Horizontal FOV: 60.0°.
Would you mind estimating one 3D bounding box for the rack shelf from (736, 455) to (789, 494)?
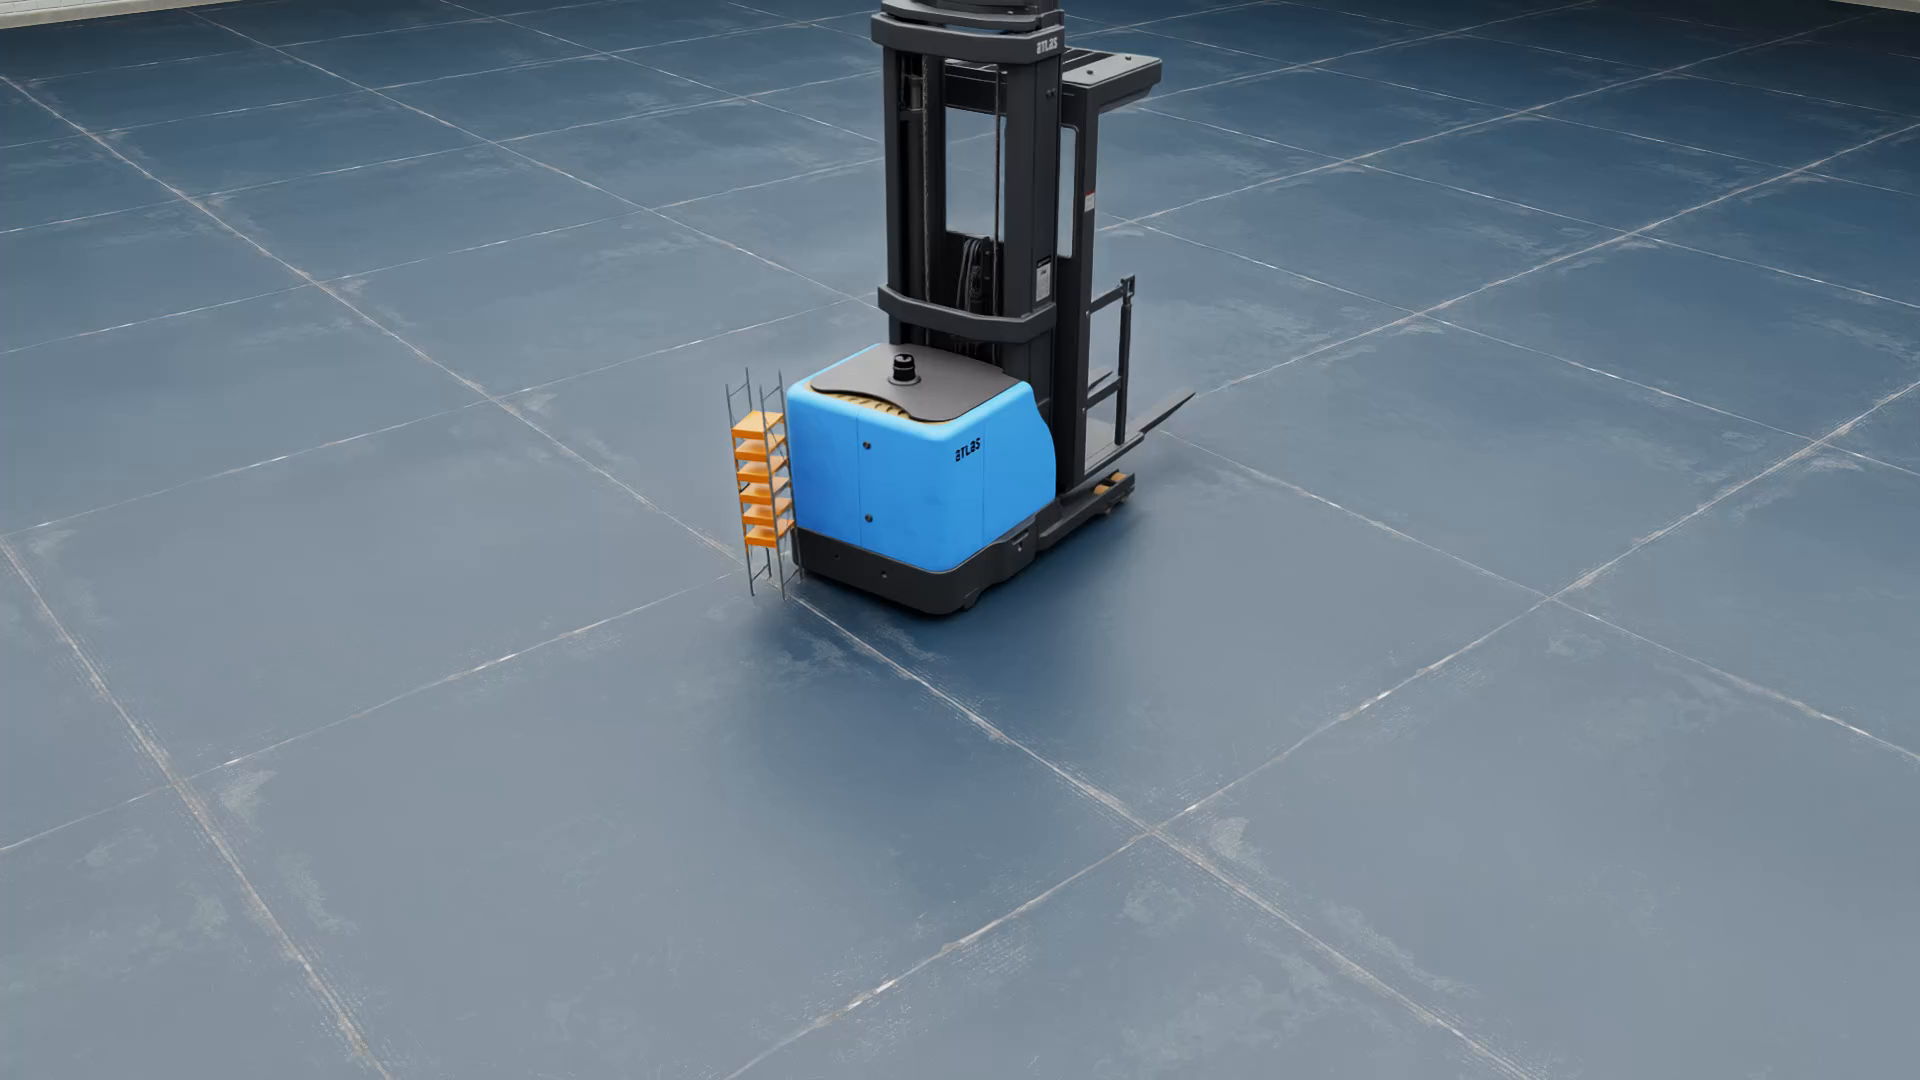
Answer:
[{"bbox_3d":[-0.995,-0.341,8.447,0.180,0.103,0.258,7,29,19],"label":"rack shelf"}]

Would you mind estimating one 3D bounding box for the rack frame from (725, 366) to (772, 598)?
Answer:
[{"bbox_3d":[-1.077,-0.285,8.510,0.006,1.200,0.240,7,29,19],"label":"rack frame"}]

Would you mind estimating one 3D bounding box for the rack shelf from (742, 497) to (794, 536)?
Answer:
[{"bbox_3d":[-0.983,-0.128,8.556,0.180,0.103,0.258,7,29,19],"label":"rack shelf"}]

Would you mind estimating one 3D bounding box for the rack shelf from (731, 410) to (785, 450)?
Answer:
[{"bbox_3d":[-1.006,-0.555,8.337,0.180,0.103,0.258,7,29,19],"label":"rack shelf"}]

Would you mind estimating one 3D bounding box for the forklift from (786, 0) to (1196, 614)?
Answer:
[{"bbox_3d":[0.359,-1.558,9.057,1.130,2.935,3.031,18,33,30],"label":"forklift"}]

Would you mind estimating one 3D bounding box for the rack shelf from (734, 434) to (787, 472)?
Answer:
[{"bbox_3d":[-1.001,-0.448,8.392,0.180,0.103,0.258,7,29,19],"label":"rack shelf"}]

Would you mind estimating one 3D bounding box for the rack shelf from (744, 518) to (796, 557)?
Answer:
[{"bbox_3d":[-0.977,-0.022,8.611,0.180,0.103,0.258,7,29,19],"label":"rack shelf"}]

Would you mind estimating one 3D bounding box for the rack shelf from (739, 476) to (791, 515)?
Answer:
[{"bbox_3d":[-0.989,-0.235,8.501,0.180,0.103,0.258,7,29,19],"label":"rack shelf"}]

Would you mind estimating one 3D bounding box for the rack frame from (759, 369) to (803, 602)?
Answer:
[{"bbox_3d":[-0.905,-0.264,8.452,0.006,1.200,0.240,7,29,19],"label":"rack frame"}]

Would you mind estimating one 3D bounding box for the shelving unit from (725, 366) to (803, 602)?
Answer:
[{"bbox_3d":[-0.991,-0.274,8.481,0.189,1.200,0.258,7,29,19],"label":"shelving unit"}]
